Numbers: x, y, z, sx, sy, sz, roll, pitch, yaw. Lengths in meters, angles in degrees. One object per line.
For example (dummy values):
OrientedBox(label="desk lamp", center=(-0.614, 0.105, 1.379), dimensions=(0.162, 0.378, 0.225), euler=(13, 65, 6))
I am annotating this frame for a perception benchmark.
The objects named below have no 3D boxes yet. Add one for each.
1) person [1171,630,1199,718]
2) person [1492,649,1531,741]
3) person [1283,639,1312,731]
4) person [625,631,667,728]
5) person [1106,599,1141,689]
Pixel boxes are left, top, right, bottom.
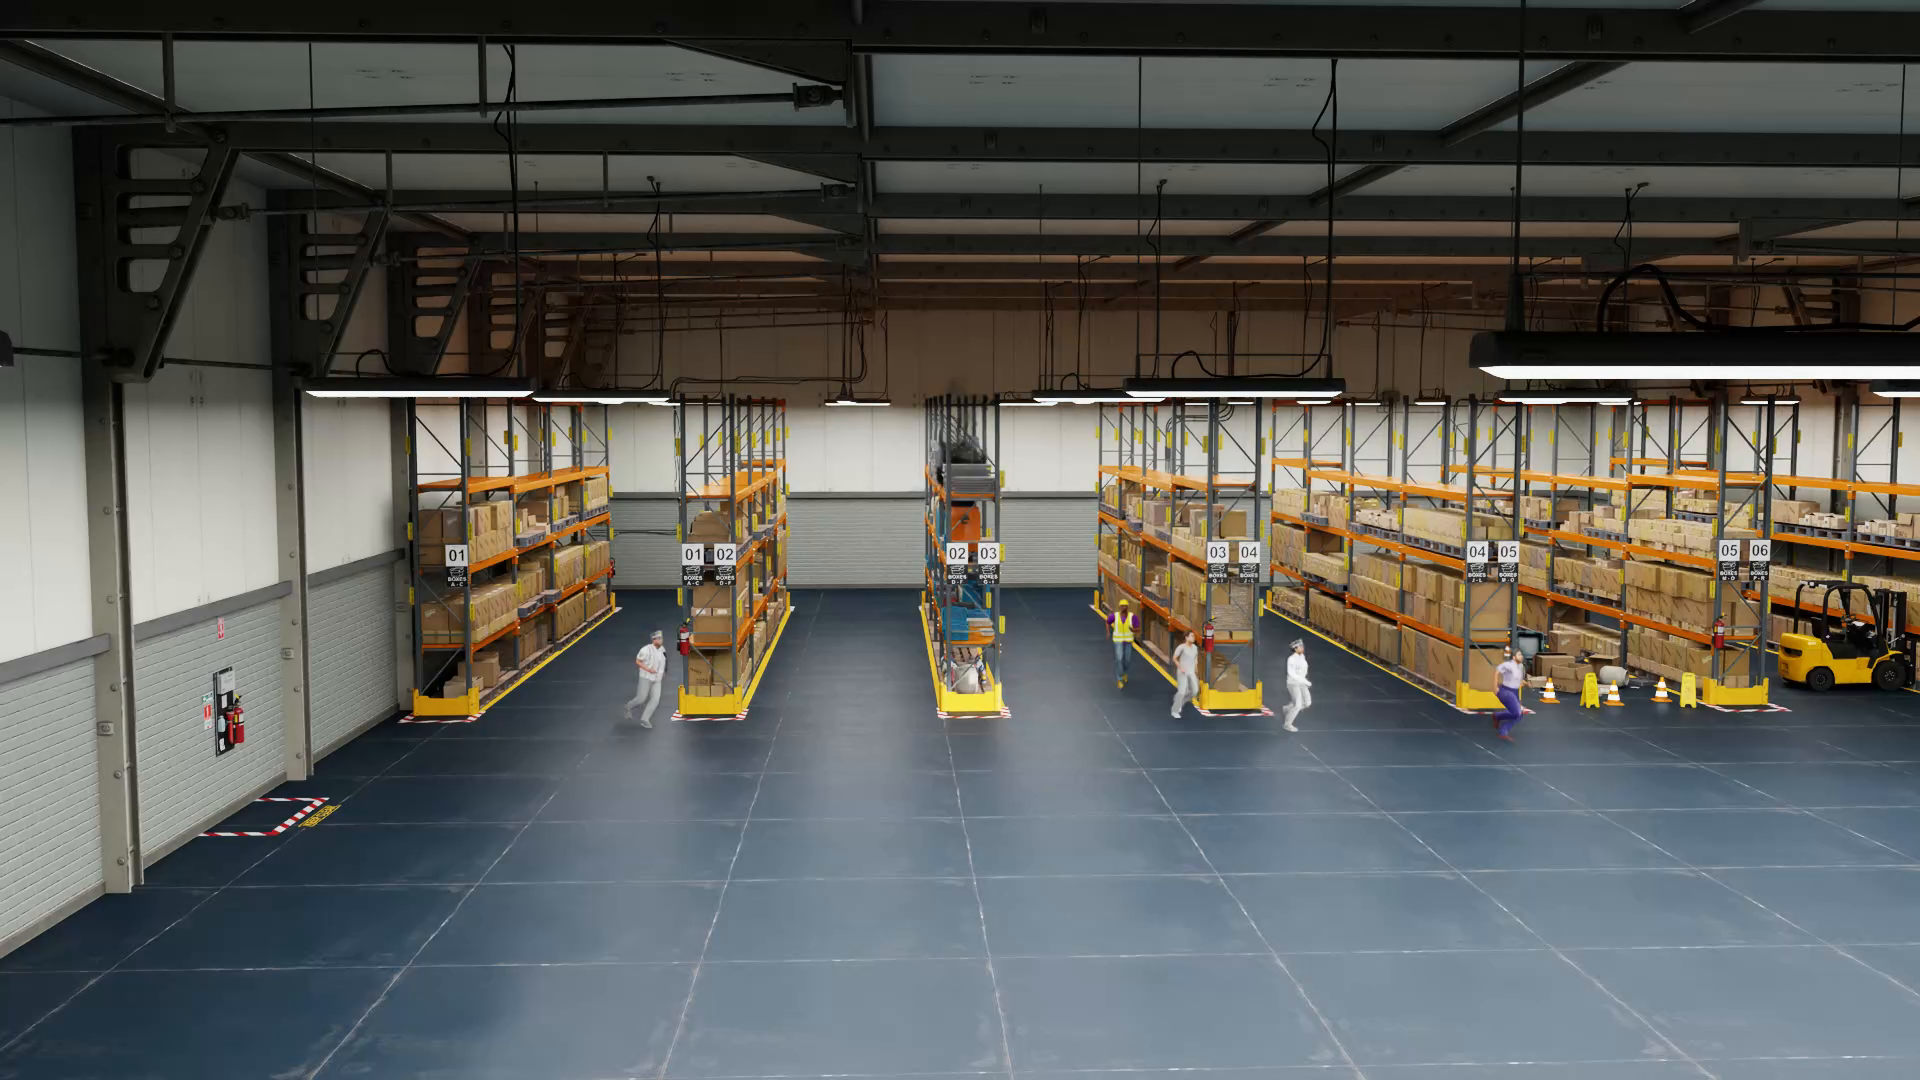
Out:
OrientedBox(label="person", center=(4.239, 2.485, 30.924), dimensions=(0.620, 1.601, 0.518), euler=(-2, 5, -28))
OrientedBox(label="person", center=(9.521, 2.672, 28.689), dimensions=(0.623, 1.594, 0.645), euler=(4, 6, 44))
OrientedBox(label="person", center=(6.020, 2.571, 29.578), dimensions=(0.591, 1.662, 0.621), euler=(4, 6, 38))
OrientedBox(label="person", center=(-5.623, 2.496, 30.189), dimensions=(0.709, 1.726, 0.833), euler=(-4, 6, -43))
OrientedBox(label="person", center=(3.367, 2.107, 34.246), dimensions=(0.692, 1.779, 0.922), euler=(0, 5, -2))
